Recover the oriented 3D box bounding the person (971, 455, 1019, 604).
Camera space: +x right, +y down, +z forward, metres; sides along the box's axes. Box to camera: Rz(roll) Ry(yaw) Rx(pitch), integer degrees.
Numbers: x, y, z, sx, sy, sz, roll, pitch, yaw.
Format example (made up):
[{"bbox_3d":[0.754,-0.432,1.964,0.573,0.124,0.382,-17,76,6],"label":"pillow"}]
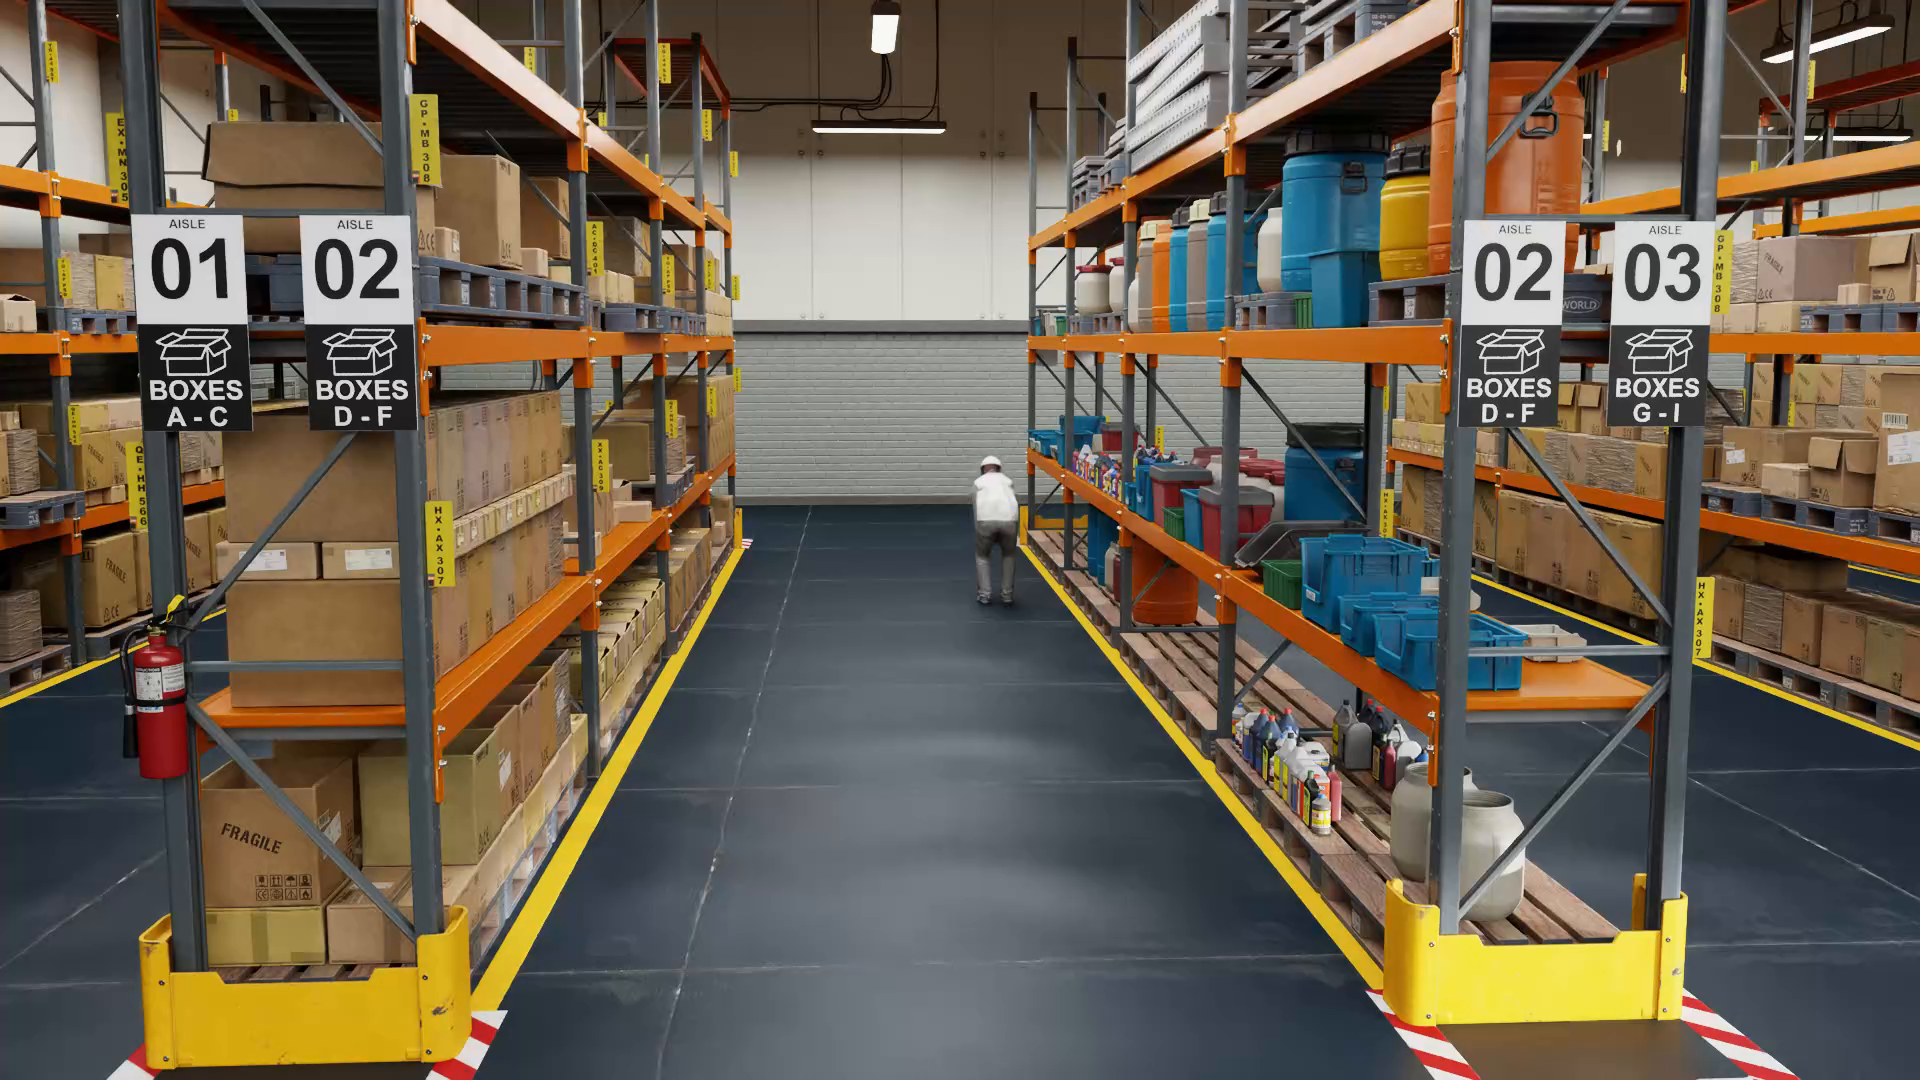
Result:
[{"bbox_3d":[0.362,-0.119,17.684,0.469,1.527,0.841,-1,7,-5],"label":"person"}]
